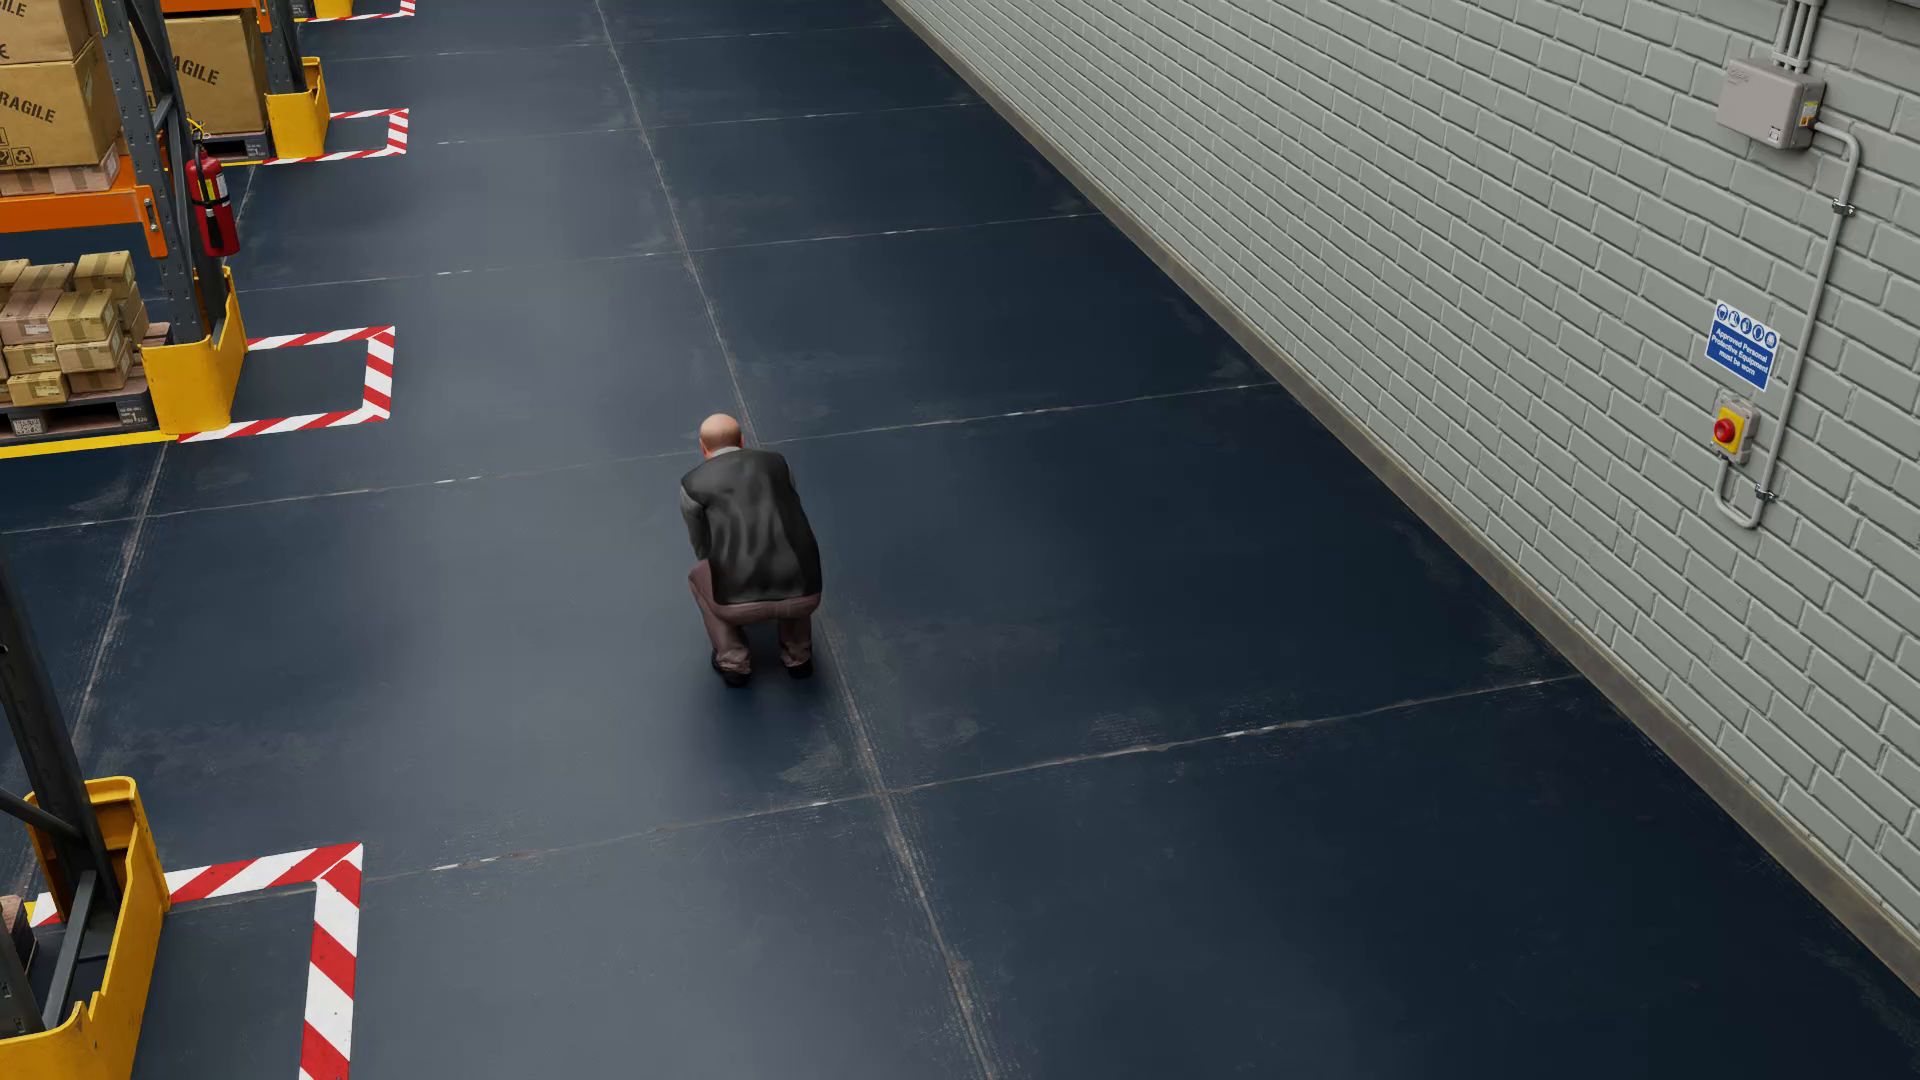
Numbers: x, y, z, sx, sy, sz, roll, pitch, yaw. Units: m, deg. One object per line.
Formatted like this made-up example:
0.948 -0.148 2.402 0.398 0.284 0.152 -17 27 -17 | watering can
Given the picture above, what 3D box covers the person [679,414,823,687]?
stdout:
-0.865 0.046 6.838 0.516 0.972 0.876 -8 31 -14 | person
